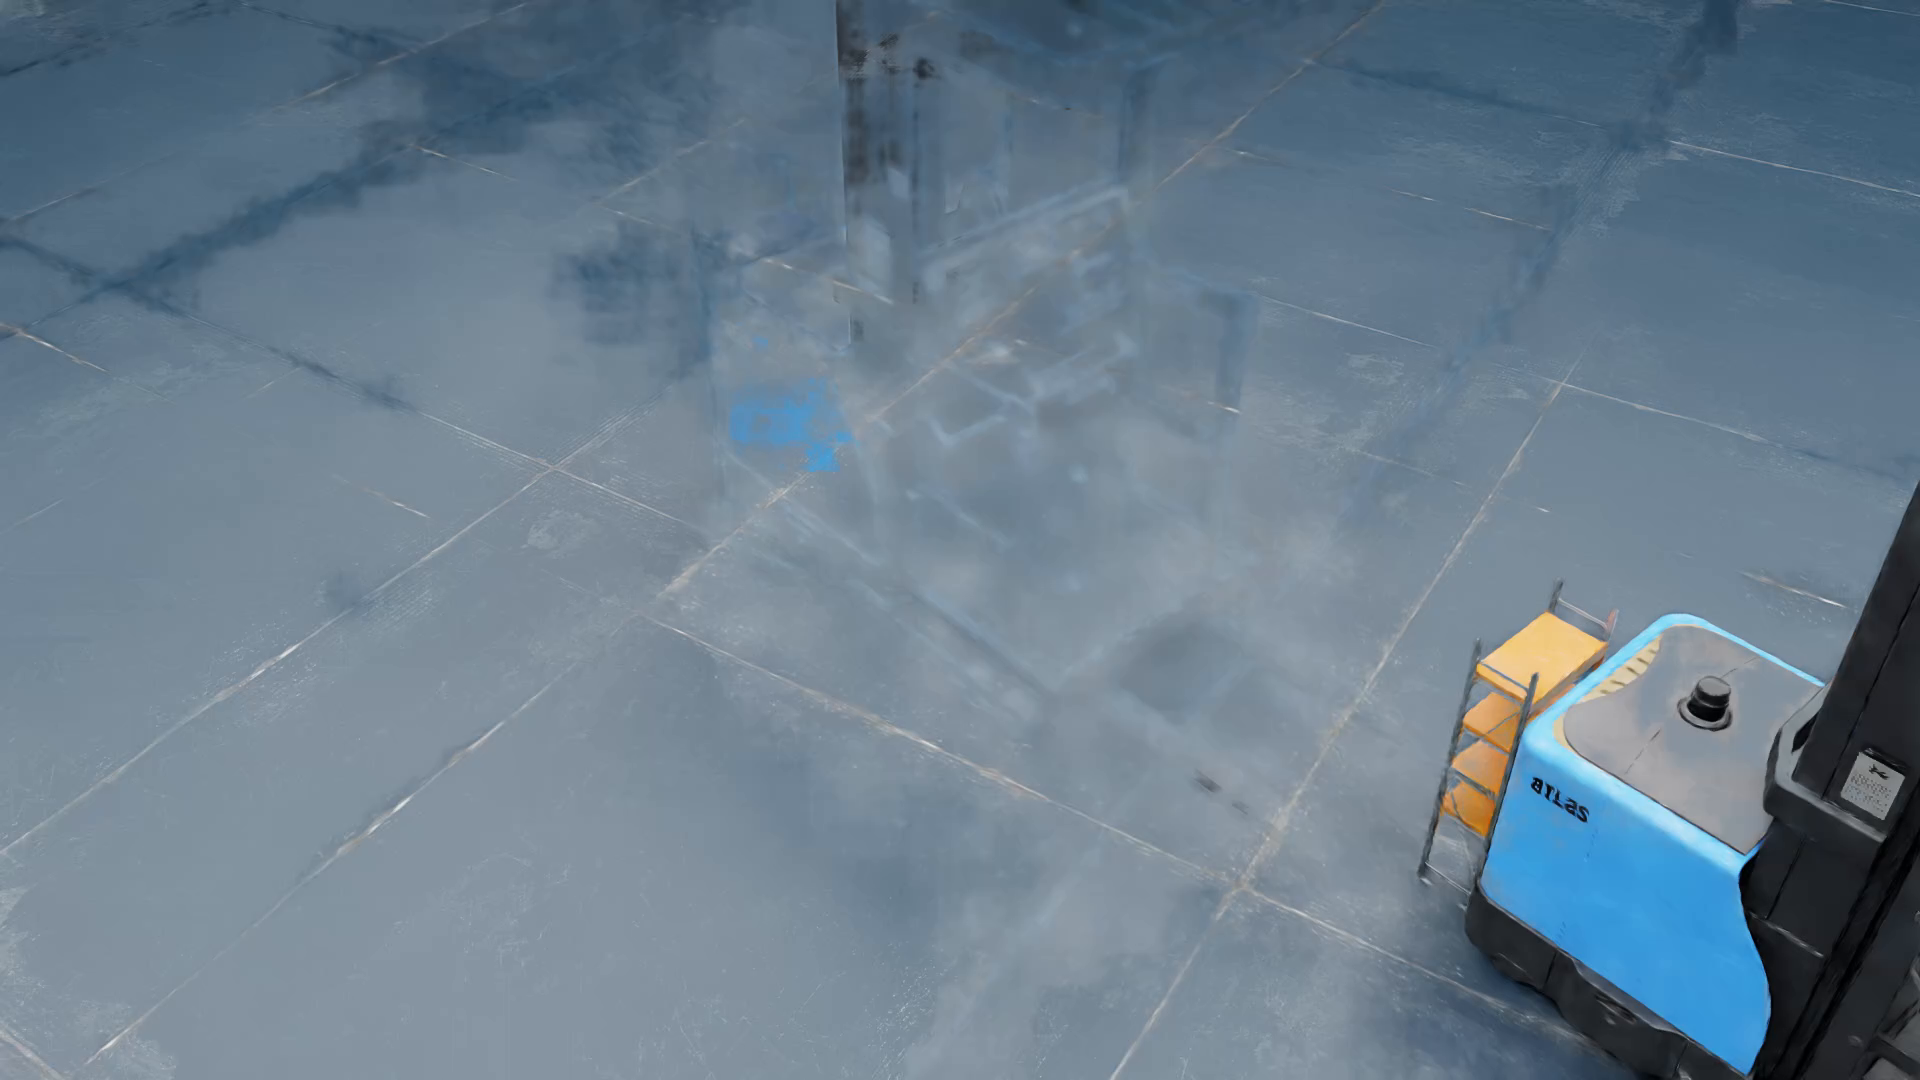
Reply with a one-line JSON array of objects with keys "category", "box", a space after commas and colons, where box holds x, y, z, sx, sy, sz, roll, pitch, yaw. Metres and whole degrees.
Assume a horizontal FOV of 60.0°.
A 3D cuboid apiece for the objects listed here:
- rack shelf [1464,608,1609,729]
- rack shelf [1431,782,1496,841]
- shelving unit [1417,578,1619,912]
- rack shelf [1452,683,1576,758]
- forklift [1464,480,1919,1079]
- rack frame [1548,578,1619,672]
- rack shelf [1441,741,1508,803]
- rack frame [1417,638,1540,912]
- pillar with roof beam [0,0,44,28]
[{"category": "rack shelf", "box": [-0.794, -1.170, 6.641, 0.480, 0.148, 0.258, -29, 46, -32]}, {"category": "rack shelf", "box": [-0.794, -0.648, 7.043, 0.480, 0.148, 0.258, -29, 46, -32]}, {"category": "shelving unit", "box": [-0.794, -0.858, 6.881, 0.503, 1.200, 0.258, -29, 46, -32]}, {"category": "rack shelf", "box": [-0.794, -0.982, 6.785, 0.480, 0.148, 0.258, -29, 46, -32]}, {"category": "forklift", "box": [0.385, -0.828, 5.424, 1.130, 2.935, 3.031, -28, 46, -32]}, {"category": "rack frame", "box": [-0.612, -0.958, 7.010, 0.015, 1.200, 0.240, -29, 46, -32]}, {"category": "rack shelf", "box": [-0.794, -0.805, 6.922, 0.480, 0.148, 0.258, -29, 46, -32]}, {"category": "rack frame", "box": [-0.976, -0.759, 6.752, 0.015, 1.200, 0.240, -29, 46, -32]}, {"category": "pillar with roof beam", "box": [-6.905, -8.041, 9.811, 9.100, 9.000, 0.400, 21, 42, 25]}]
